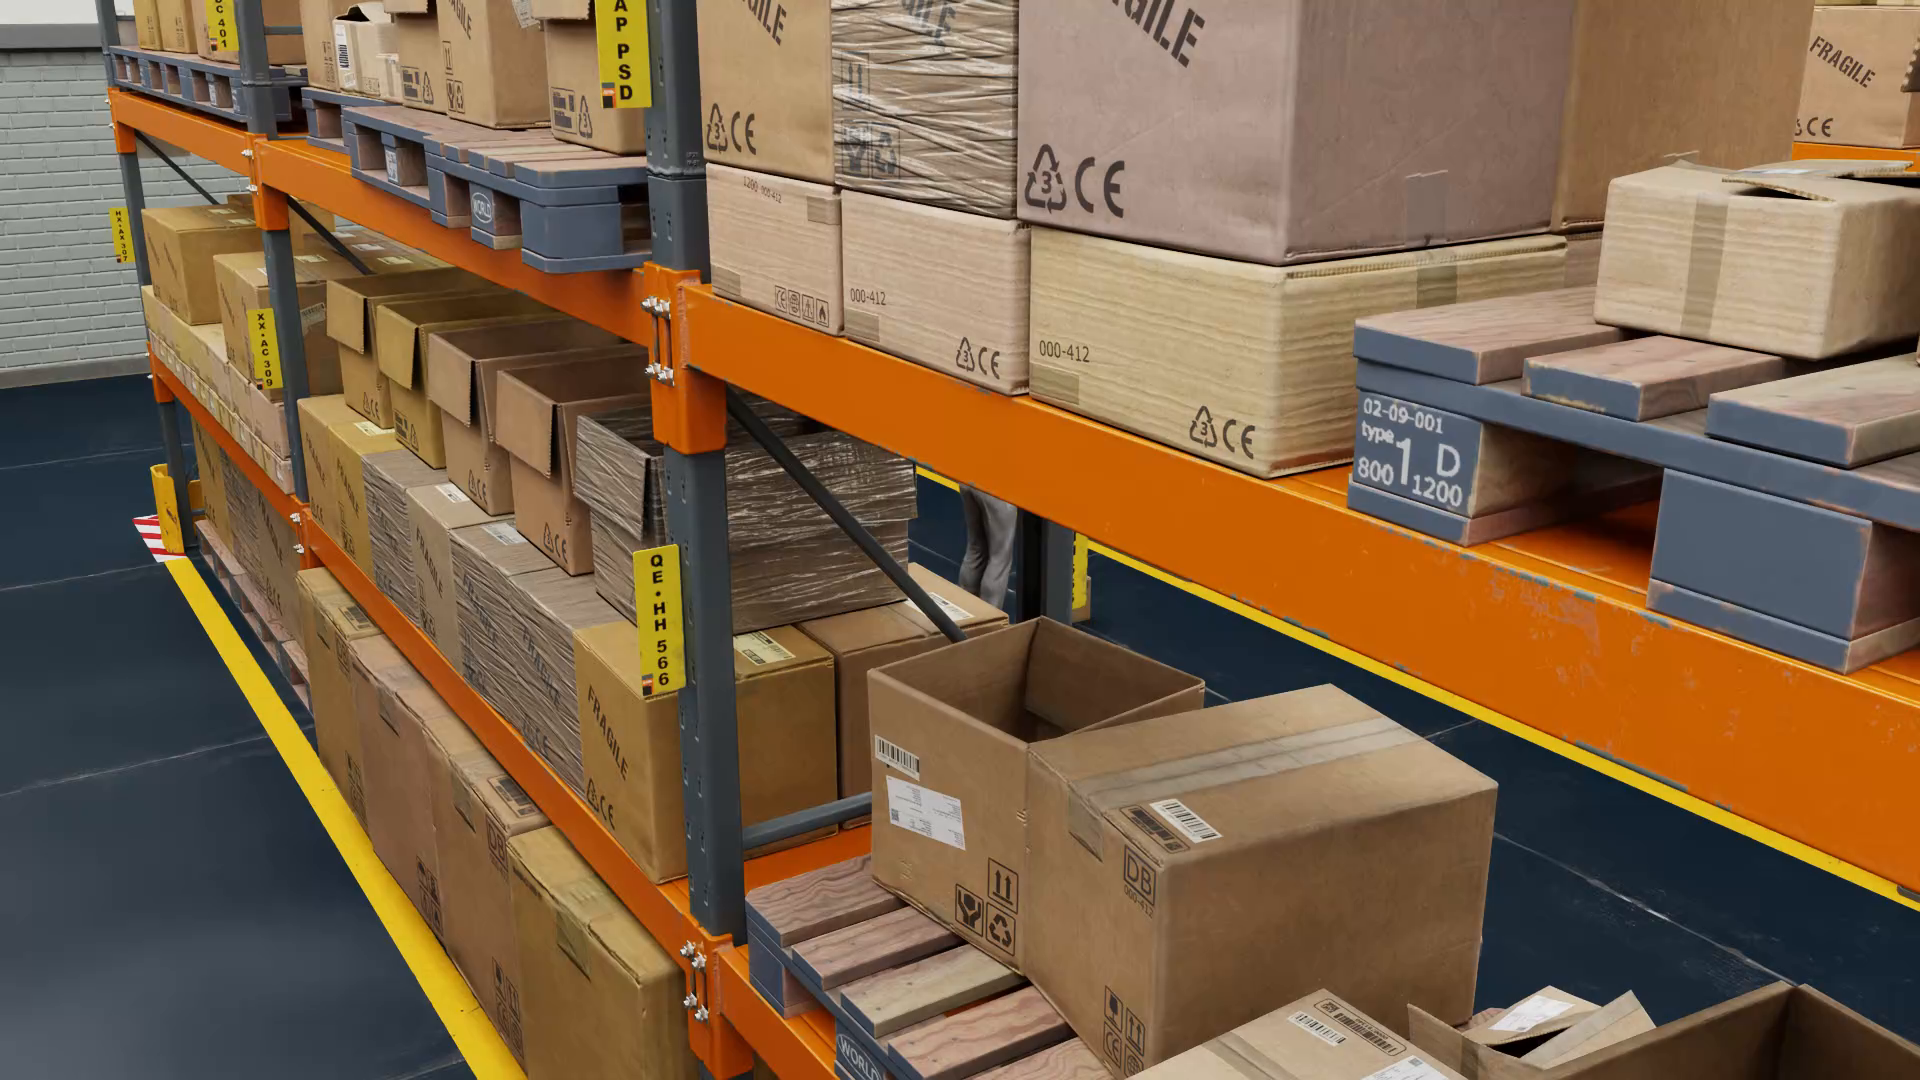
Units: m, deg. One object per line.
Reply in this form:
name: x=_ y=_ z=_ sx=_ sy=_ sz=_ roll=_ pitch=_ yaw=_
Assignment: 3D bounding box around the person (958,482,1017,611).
person: x=0.157 y=-0.285 z=8.903 sx=0.337 sy=1.677 sz=0.466 roll=-11 pitch=21 yaw=-30
